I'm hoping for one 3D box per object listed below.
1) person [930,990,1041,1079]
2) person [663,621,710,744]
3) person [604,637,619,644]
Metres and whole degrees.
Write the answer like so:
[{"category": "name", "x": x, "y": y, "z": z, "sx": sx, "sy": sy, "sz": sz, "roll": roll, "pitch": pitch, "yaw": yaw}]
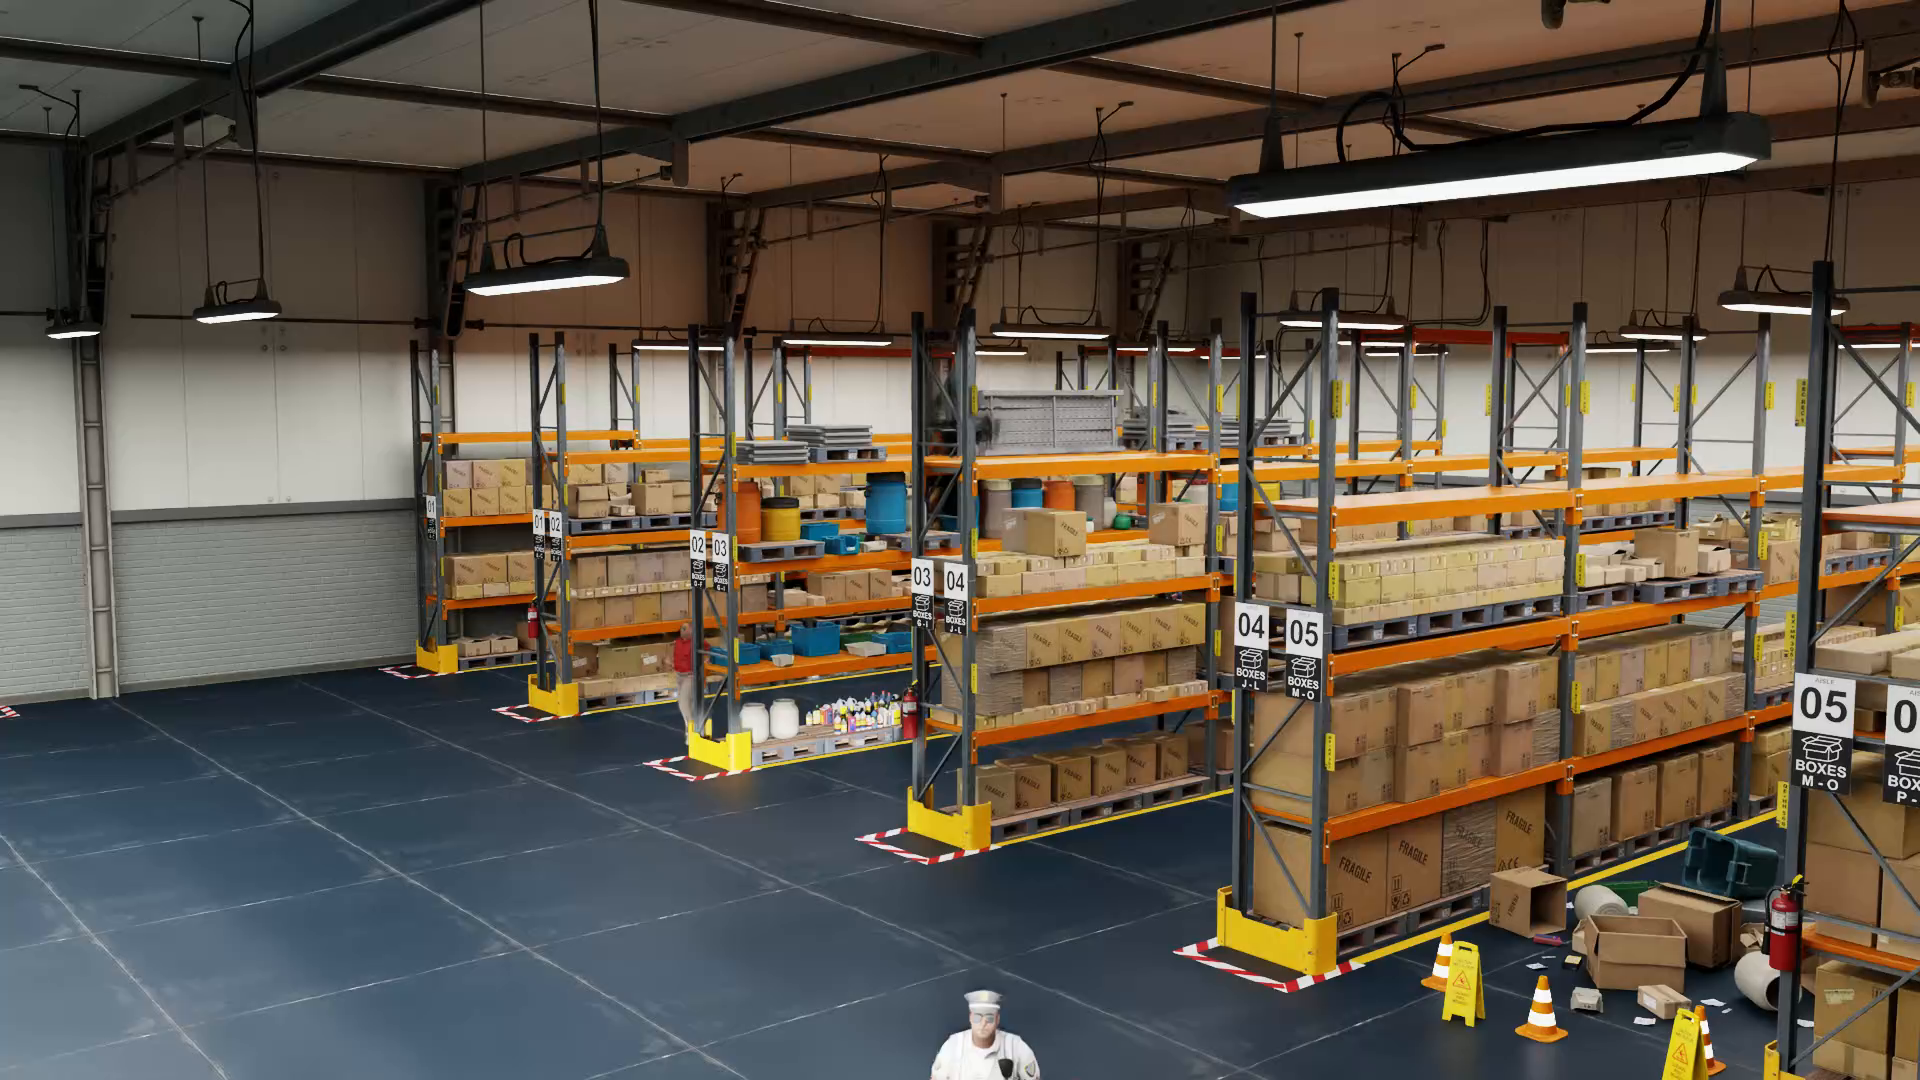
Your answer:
[{"category": "person", "x": 0.143, "y": 3.412, "z": 9.582, "sx": 0.656, "sy": 1.739, "sz": 0.644, "roll": 1, "pitch": 5, "yaw": 6}, {"category": "person", "x": -3.983, "y": 2.080, "z": 24.187, "sx": 0.642, "sy": 1.799, "sz": 0.681, "roll": 4, "pitch": 7, "yaw": 39}, {"category": "person", "x": -6.061, "y": 1.618, "z": 28.933, "sx": 0.649, "sy": 1.772, "sz": 0.677, "roll": -5, "pitch": 7, "yaw": -43}]
